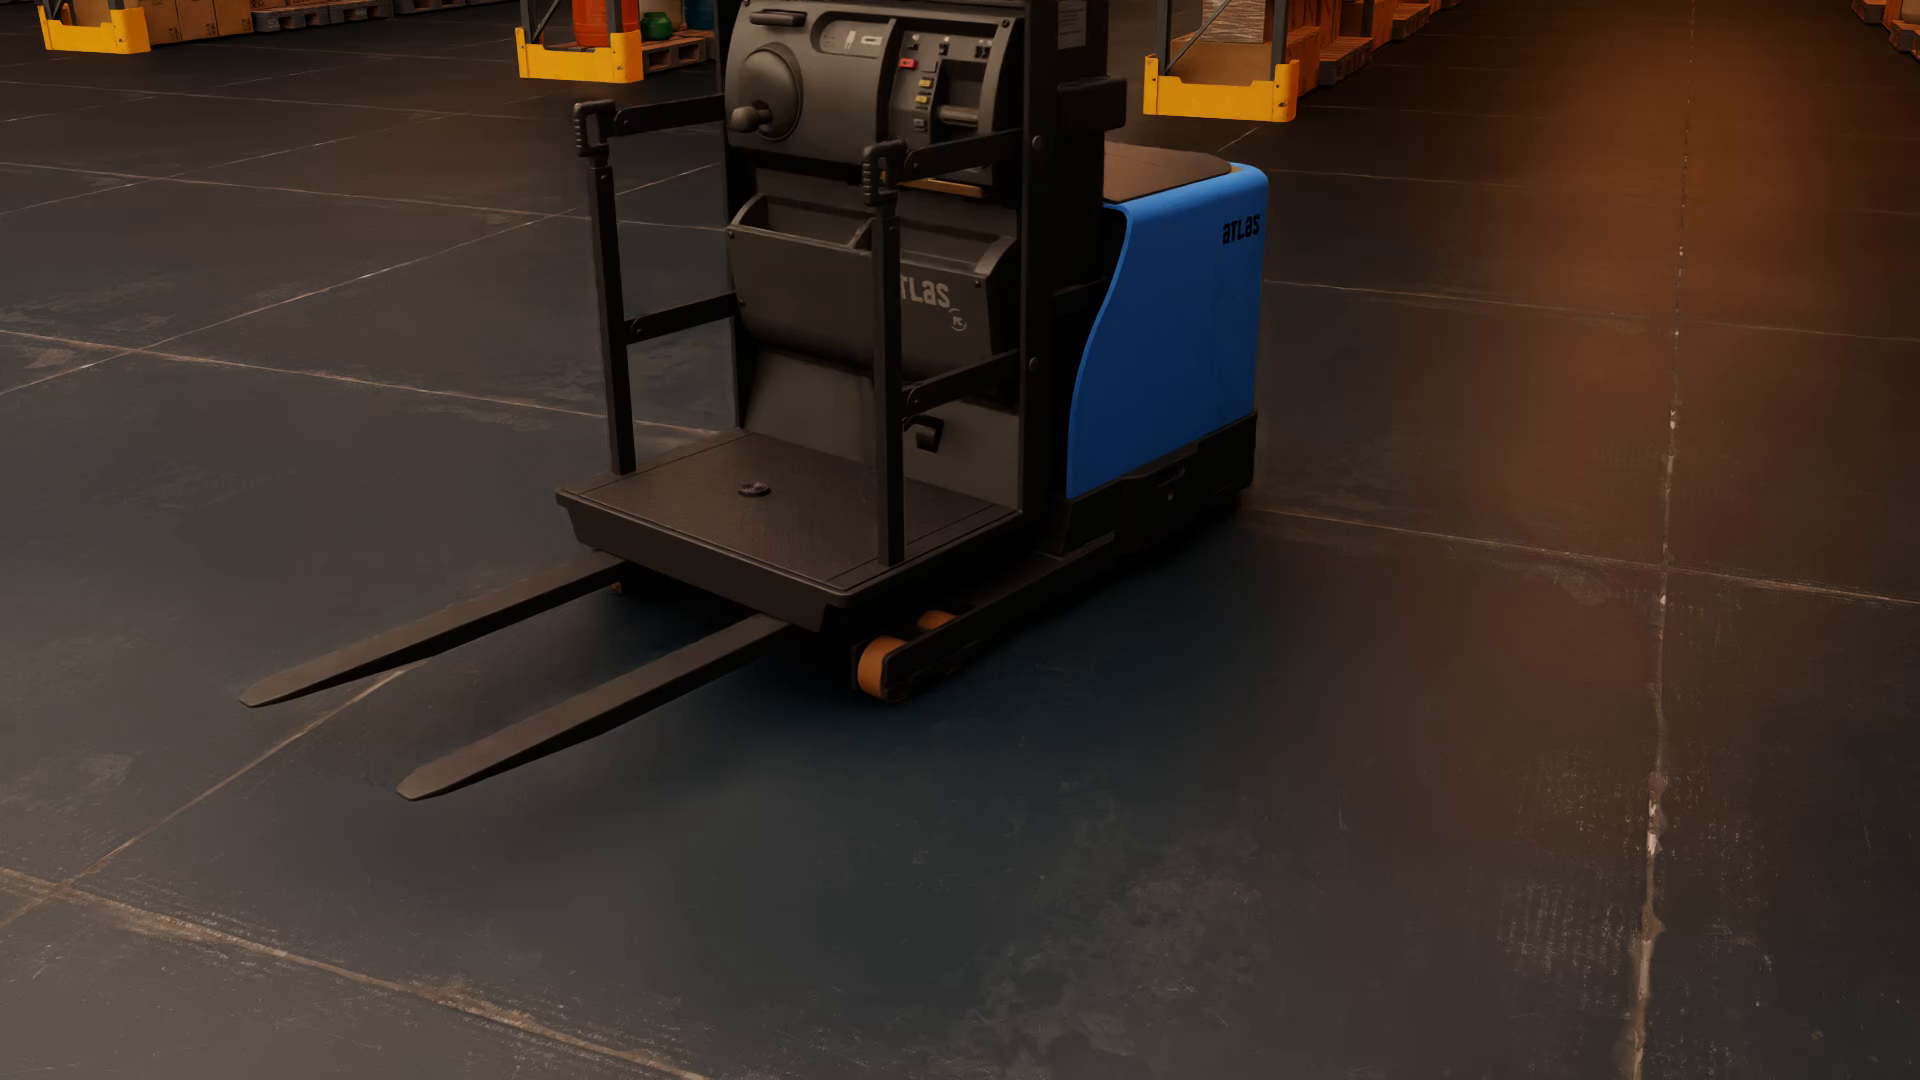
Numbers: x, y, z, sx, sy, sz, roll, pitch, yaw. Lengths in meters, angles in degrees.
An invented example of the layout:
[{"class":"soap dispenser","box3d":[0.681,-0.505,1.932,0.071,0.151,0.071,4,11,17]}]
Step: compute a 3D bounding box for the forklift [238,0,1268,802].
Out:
[{"class":"forklift","box3d":[-0.381,-1.165,4.080,1.130,2.935,3.031,18,28,36]}]
